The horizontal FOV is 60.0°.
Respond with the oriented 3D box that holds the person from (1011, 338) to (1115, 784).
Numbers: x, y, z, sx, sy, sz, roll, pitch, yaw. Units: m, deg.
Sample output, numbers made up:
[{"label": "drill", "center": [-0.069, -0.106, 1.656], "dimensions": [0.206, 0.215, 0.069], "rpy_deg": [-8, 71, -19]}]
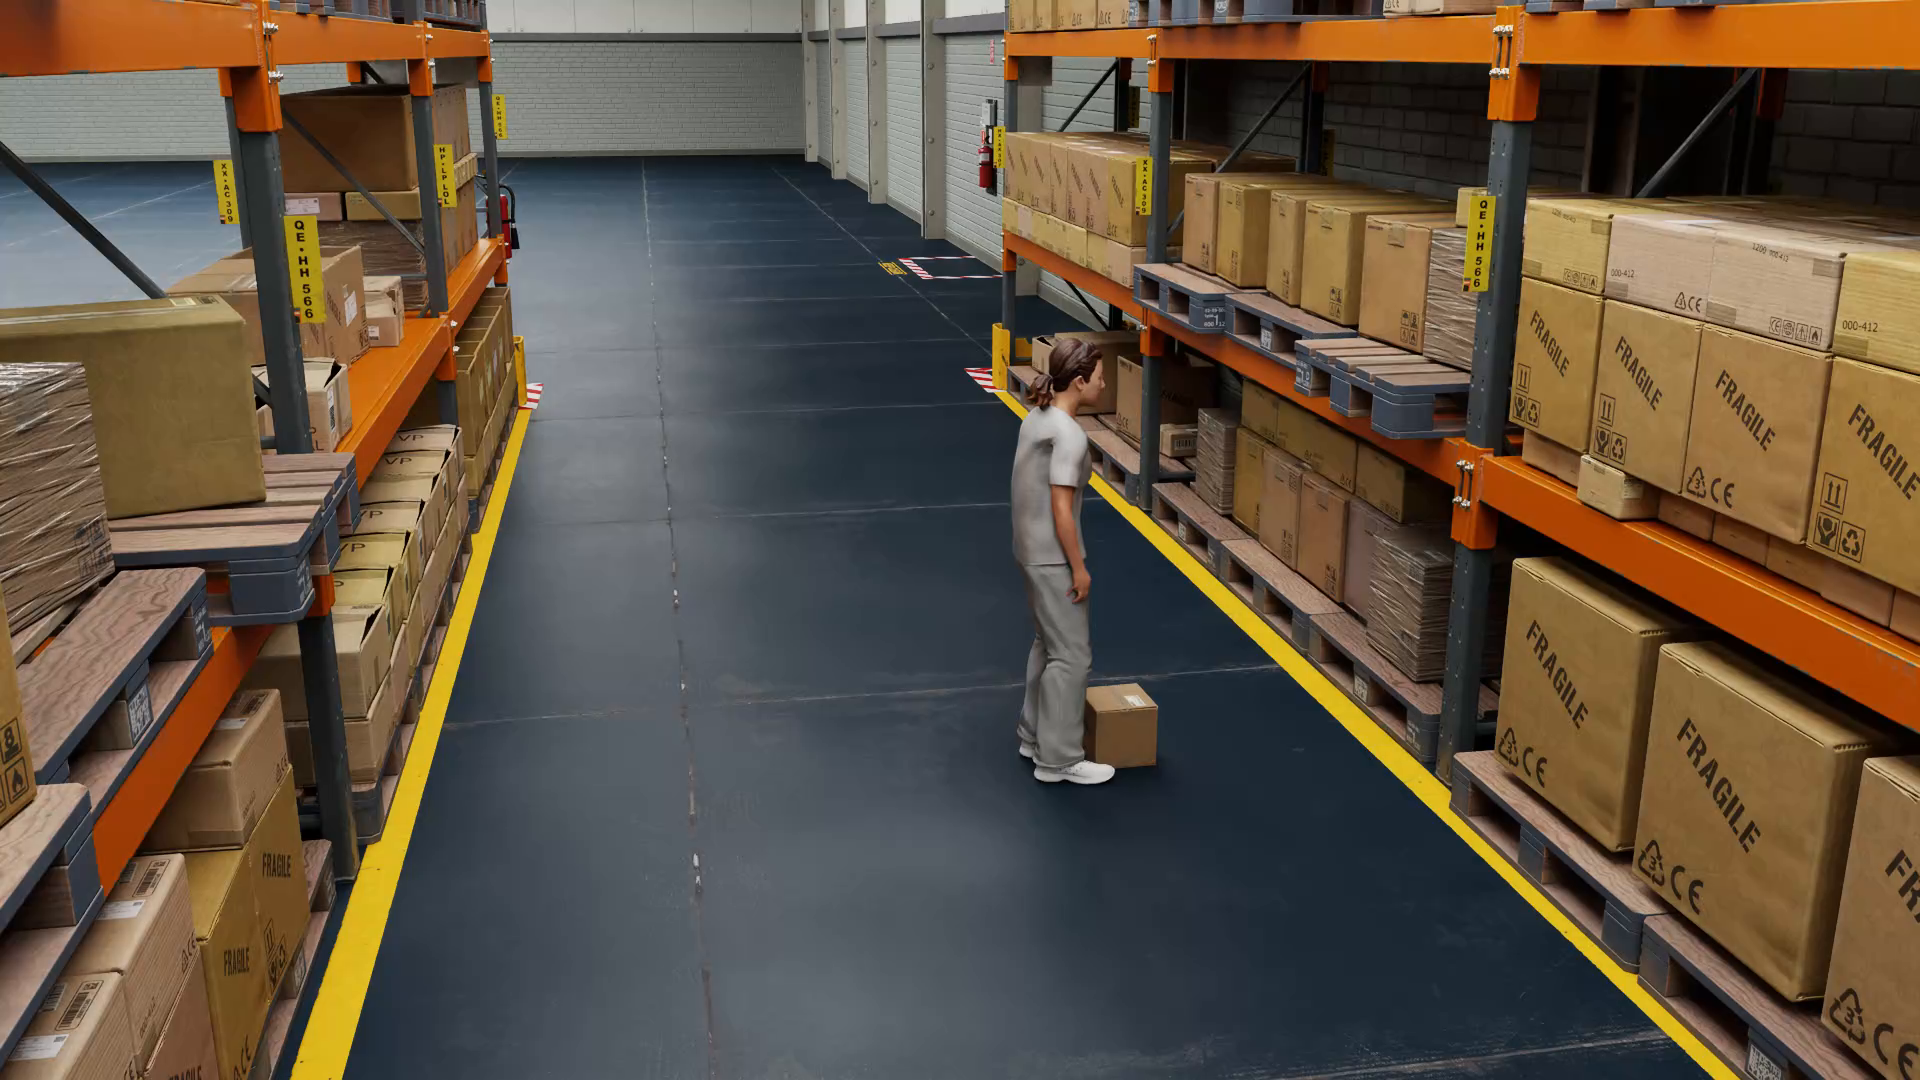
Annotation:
[{"label": "person", "center": [0.379, 0.071, 6.299], "dimensions": [0.359, 1.673, 0.485], "rpy_deg": [-3, 17, -10]}]
